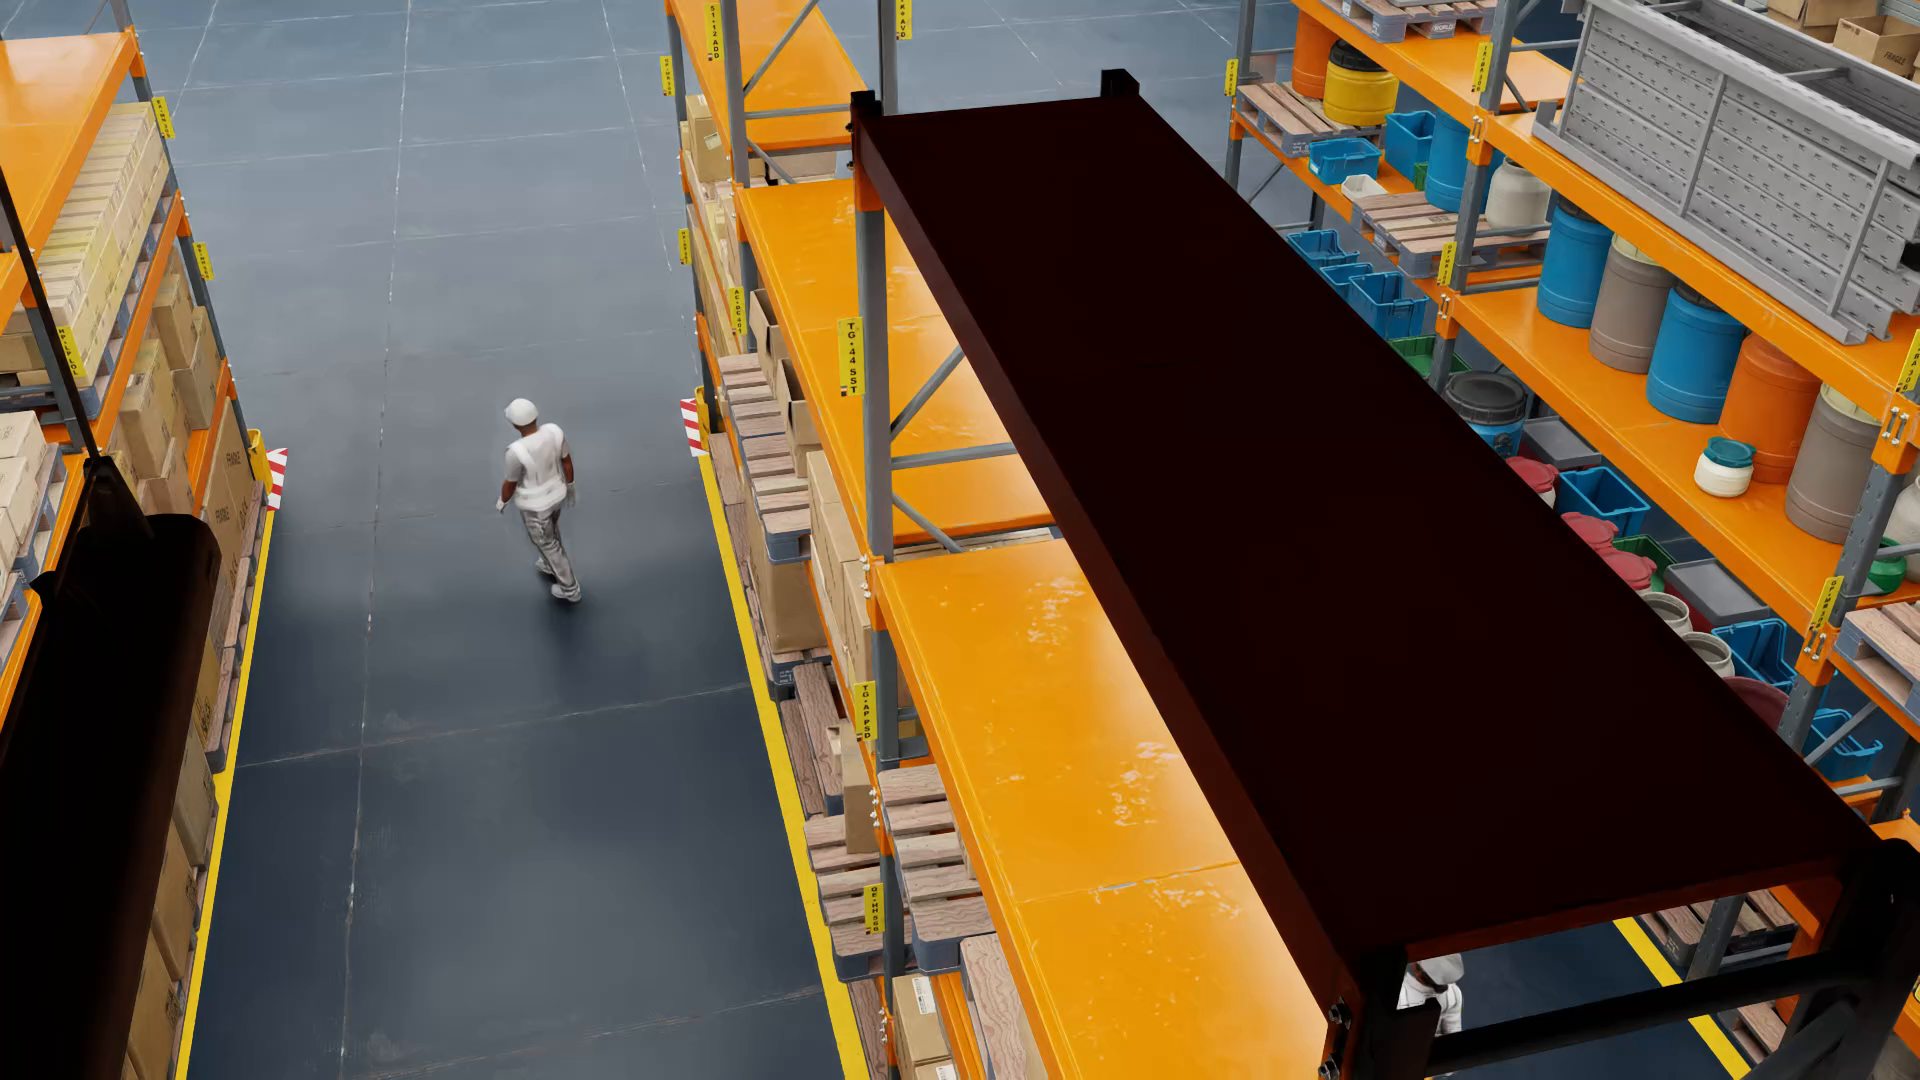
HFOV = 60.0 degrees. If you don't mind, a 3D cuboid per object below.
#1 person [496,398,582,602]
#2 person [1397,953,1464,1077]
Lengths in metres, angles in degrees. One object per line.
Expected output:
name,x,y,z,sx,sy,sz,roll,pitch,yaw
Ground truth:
person,-3.328,-0.327,13.016,0.708,1.811,0.577,17,38,23
person,2.319,2.639,8.762,0.554,1.623,1.041,-7,35,-10
